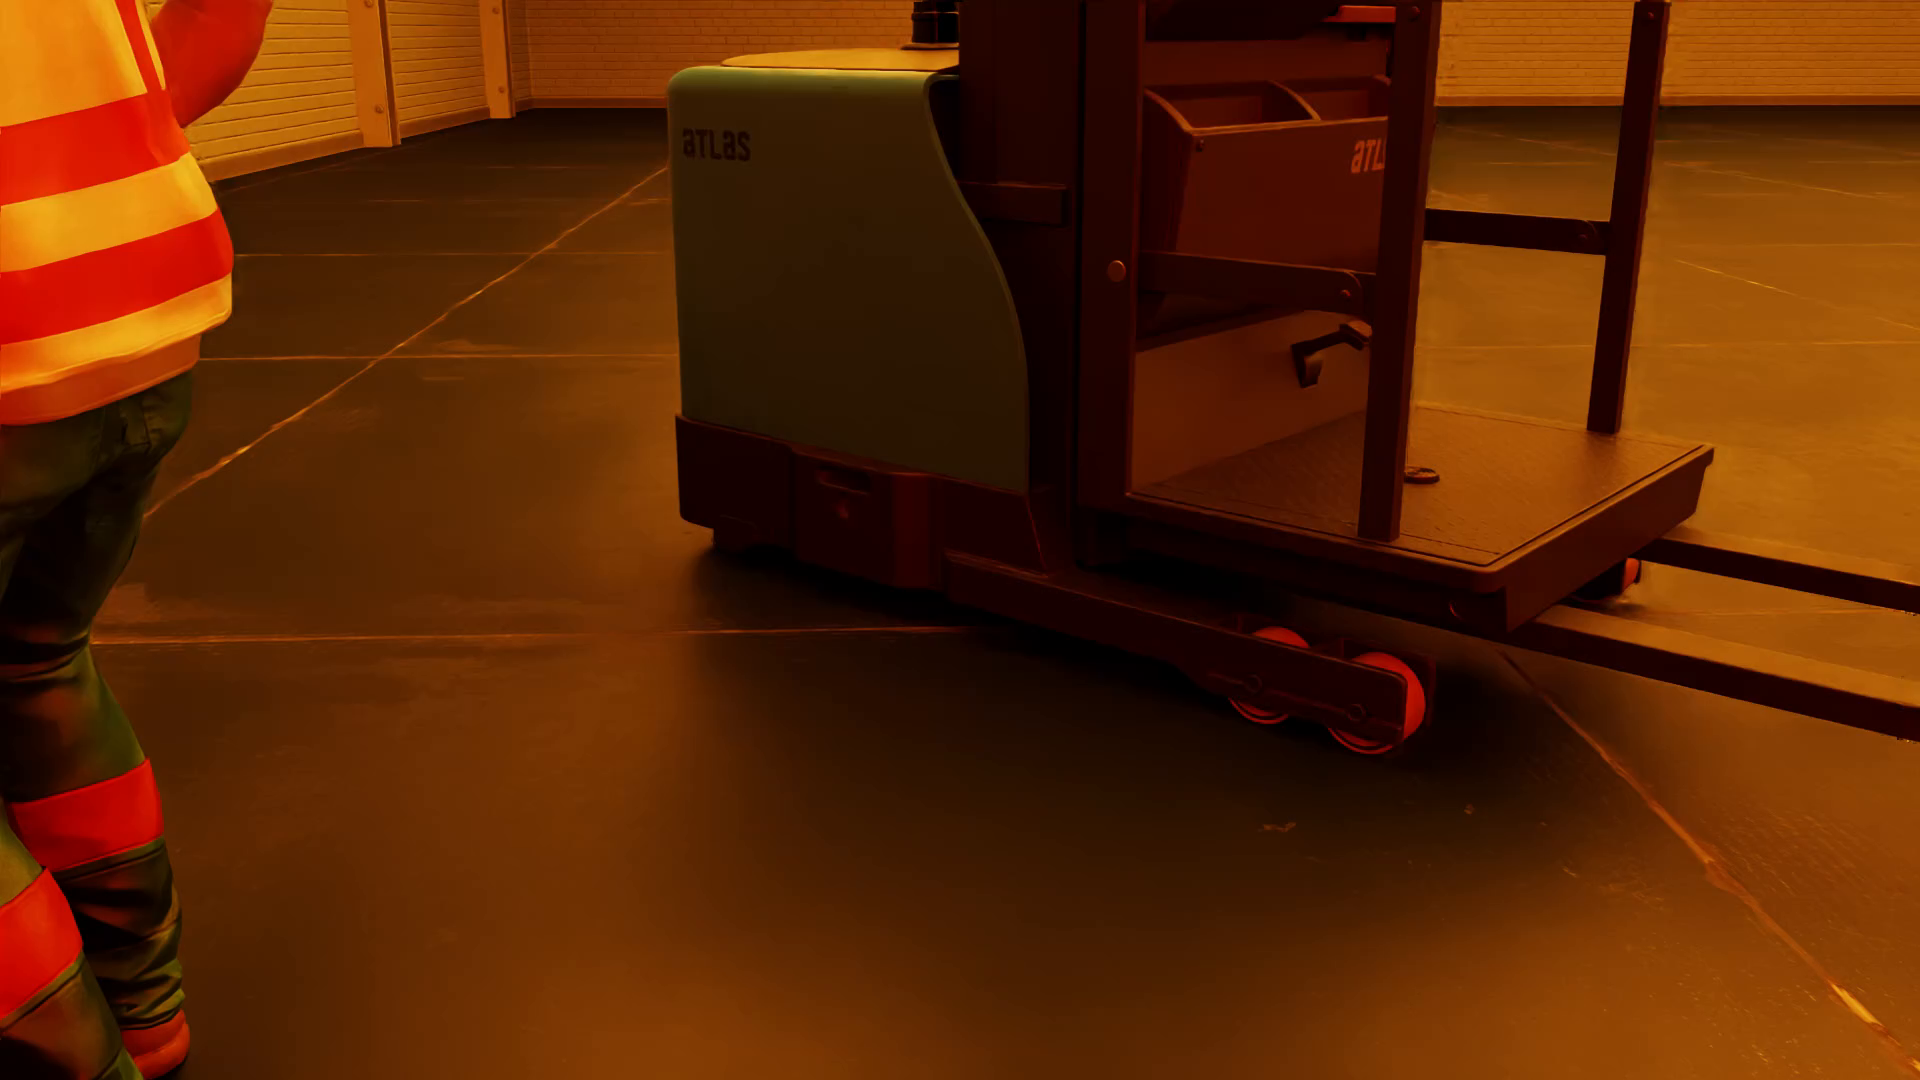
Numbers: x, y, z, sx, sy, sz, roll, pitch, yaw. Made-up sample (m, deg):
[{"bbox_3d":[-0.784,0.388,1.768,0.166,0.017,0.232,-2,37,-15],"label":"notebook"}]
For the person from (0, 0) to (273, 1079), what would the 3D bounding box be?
[{"bbox_3d":[-0.988,-0.169,1.527,0.515,1.736,0.747,6,18,19],"label":"person"}]

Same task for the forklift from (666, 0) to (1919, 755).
[{"bbox_3d":[0.797,-1.220,2.896,3.031,2.935,1.130,14,22,38],"label":"forklift"}]
